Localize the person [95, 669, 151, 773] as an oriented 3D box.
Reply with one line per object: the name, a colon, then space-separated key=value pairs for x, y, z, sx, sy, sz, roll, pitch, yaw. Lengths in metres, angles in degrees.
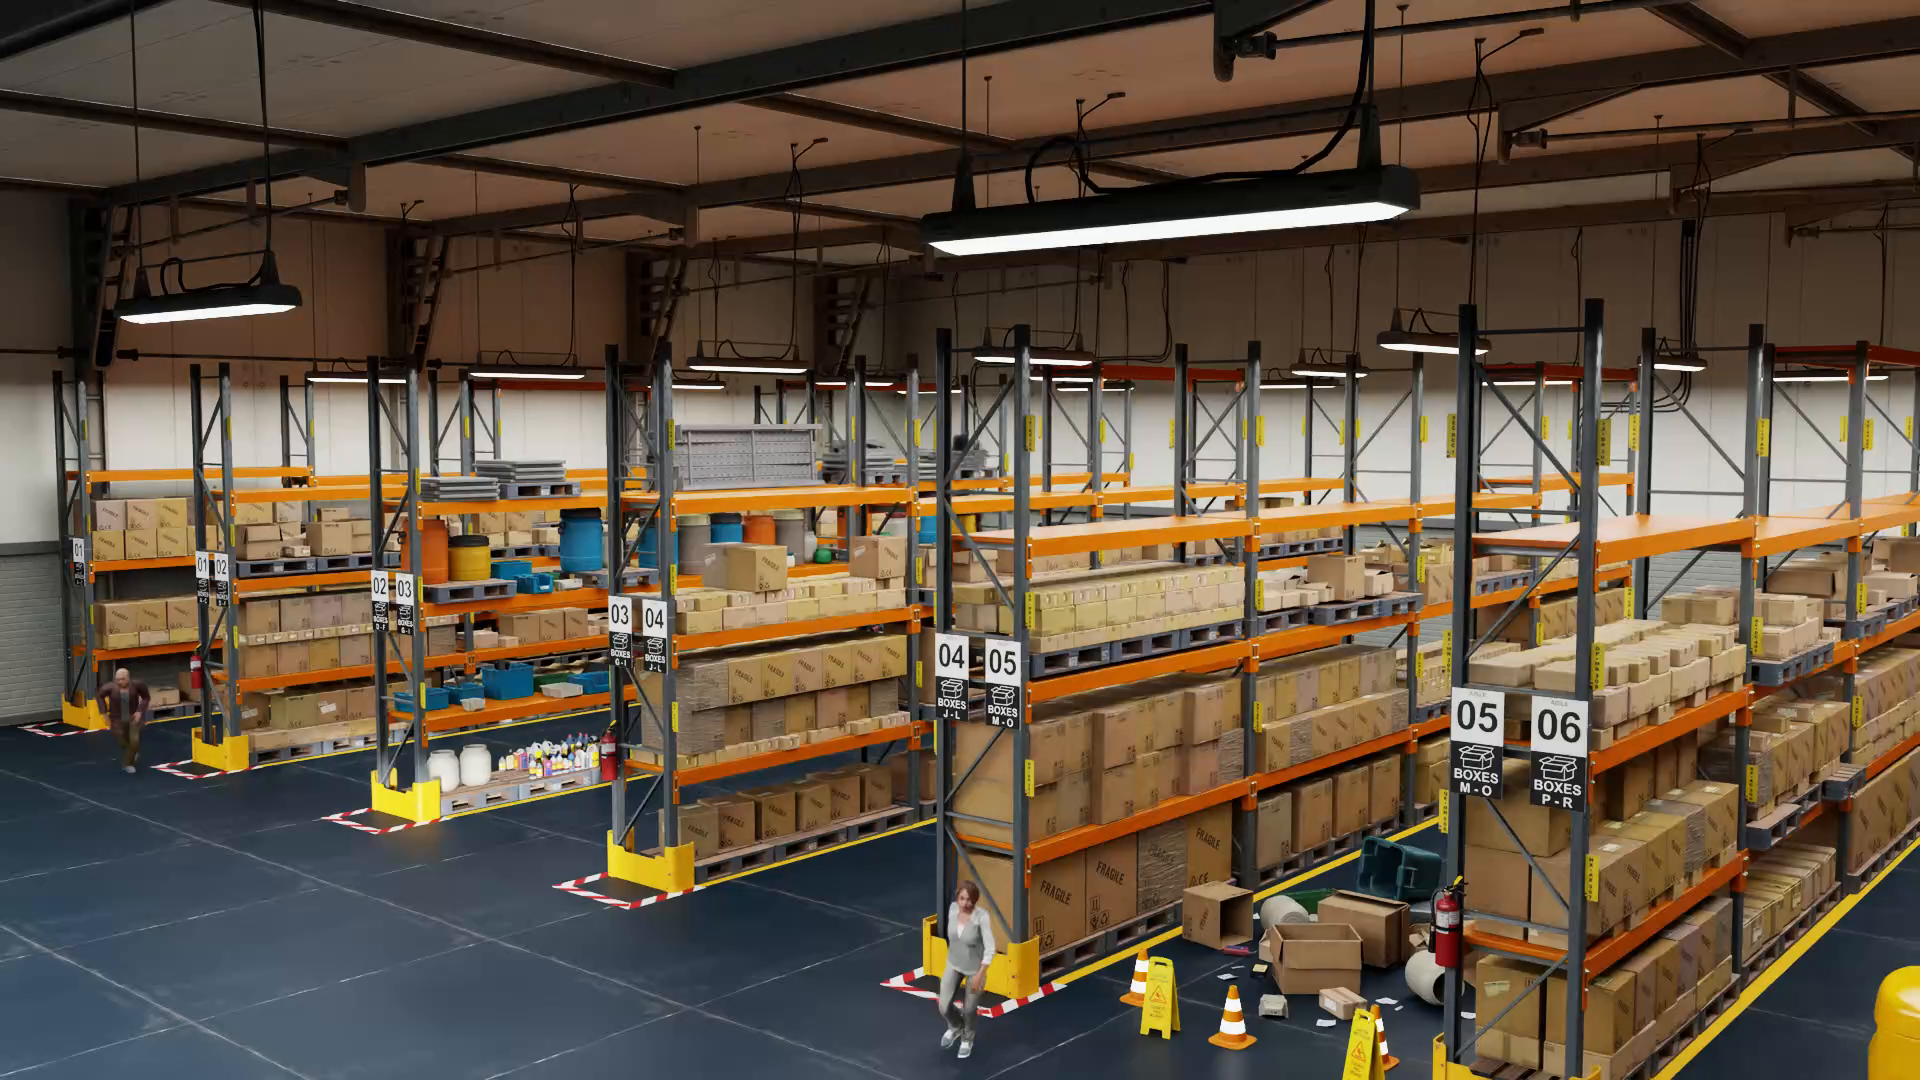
person: x=-12.251 y=2.625 z=24.379 sx=0.728 sy=1.581 sz=0.964 roll=-2 pitch=4 yaw=-23

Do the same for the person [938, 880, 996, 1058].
person: x=0.060 y=3.437 z=13.295 sx=0.529 sy=1.539 sz=0.664 roll=1 pitch=4 yaw=18
